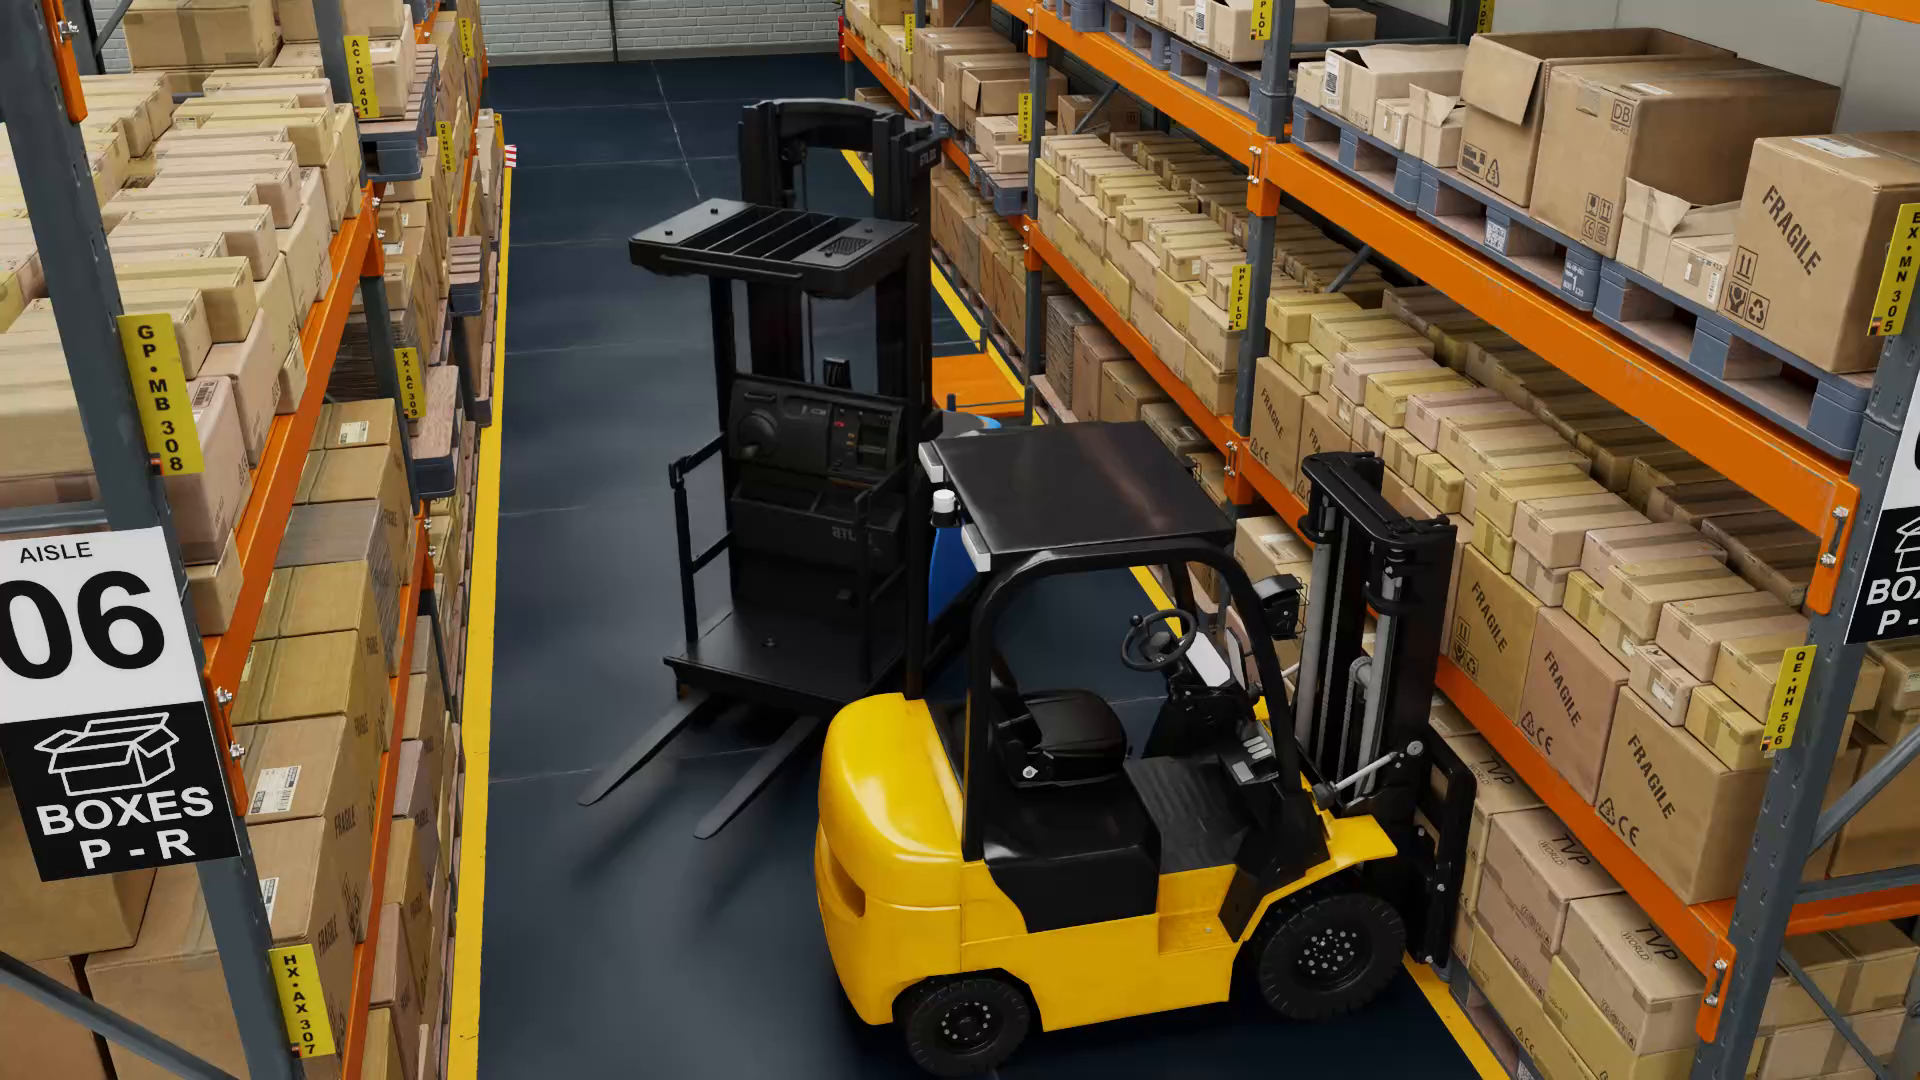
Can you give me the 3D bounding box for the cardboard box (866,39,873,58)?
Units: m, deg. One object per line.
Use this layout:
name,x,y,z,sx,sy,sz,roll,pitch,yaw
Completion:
cardboard box,-0.773,-5.164,17.431,0.380,0.149,0.250,-7,28,-13

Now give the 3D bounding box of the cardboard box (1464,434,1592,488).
cardboard box,2.147,-0.271,6.296,0.380,0.149,0.250,-6,27,-11

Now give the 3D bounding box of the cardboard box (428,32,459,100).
cardboard box,-4.191,-3.627,12.886,0.500,0.500,0.500,-5,27,-10

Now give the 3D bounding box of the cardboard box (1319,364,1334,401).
cardboard box,1.844,-0.693,7.464,0.380,0.149,0.250,-6,27,-12

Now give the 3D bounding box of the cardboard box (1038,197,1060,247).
cardboard box,0.844,-2.220,11.487,0.500,0.250,0.500,-6,27,-11

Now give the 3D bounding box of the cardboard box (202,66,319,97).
cardboard box,-2.668,-1.711,6.376,0.380,0.149,0.250,-5,27,-11

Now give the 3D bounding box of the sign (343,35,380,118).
sign,-2.425,-1.874,6.730,0.100,0.325,0.005,-6,27,-12

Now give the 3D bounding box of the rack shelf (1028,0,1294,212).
rack shelf,1.432,-2.647,9.635,1.077,0.370,4.000,-6,27,-12

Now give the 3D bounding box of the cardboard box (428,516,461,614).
cardboard box,-3.238,0.195,8.985,0.950,0.372,0.625,-4,27,-8

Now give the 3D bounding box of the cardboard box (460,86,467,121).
cardboard box,-4.299,-3.526,13.518,0.500,0.250,0.500,-5,27,-10

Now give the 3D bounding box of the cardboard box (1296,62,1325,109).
cardboard box,1.688,-1.982,7.221,0.380,0.149,0.250,-5,27,-11

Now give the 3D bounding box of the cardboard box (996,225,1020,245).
cardboard box,0.500,-2.416,13.297,0.380,0.149,0.250,-5,27,-10

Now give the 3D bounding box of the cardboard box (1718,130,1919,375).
cardboard box,2.447,-0.780,4.450,0.500,0.500,0.500,-5,27,-10

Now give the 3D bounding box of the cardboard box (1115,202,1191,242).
cardboard box,1.138,-1.879,9.813,0.380,0.149,0.250,-7,28,-13

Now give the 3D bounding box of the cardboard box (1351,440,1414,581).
cardboard box,1.977,-0.125,7.058,0.500,0.500,0.500,-6,27,-12

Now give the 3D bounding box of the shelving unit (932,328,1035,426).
shelving unit,0.049,-0.566,10.124,0.538,1.125,1.048,-6,27,-13

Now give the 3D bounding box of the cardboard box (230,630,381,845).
cardboard box,-2.123,0.647,5.199,0.500,0.500,0.500,-6,27,-13

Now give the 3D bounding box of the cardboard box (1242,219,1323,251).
cardboard box,1.839,-1.716,9.490,0.380,0.149,0.250,-6,27,-12

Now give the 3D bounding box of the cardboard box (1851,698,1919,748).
cardboard box,2.961,0.496,5.108,0.380,0.149,0.250,-7,28,-13

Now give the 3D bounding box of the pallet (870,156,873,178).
pallet,-0.352,-3.856,17.656,1.003,0.211,1.213,-6,27,-12

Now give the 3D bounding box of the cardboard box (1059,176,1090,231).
cardboard box,0.955,-2.224,10.938,0.500,0.250,0.500,-5,27,-10

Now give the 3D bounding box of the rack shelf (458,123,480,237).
rack shelf,-4.304,-2.558,12.788,1.077,0.370,4.000,-6,27,-12

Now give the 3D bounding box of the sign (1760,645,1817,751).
sign,2.253,0.431,4.518,0.100,0.325,0.005,-6,27,-12

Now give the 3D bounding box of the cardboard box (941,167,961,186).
cardboard box,0.040,-3.326,15.099,0.380,0.149,0.250,-7,28,-13

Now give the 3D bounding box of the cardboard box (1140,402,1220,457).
cardboard box,1.587,-0.448,9.977,0.875,0.625,0.625,-6,27,-12

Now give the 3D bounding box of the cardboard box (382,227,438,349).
cardboard box,-2.990,-1.283,8.557,0.500,0.500,0.500,-6,27,-12

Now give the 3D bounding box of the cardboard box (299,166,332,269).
cardboard box,-2.375,-1.037,5.482,0.500,0.250,0.500,-6,27,-12

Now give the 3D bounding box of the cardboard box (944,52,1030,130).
cardboard box,0.265,-3.688,13.651,0.700,0.500,0.500,-6,27,-12

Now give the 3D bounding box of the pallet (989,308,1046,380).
pallet,0.850,-1.594,13.173,1.003,0.211,1.213,-6,27,-12

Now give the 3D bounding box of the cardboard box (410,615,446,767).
cardboard box,-2.557,0.692,7.302,0.500,0.500,0.500,-6,27,-12

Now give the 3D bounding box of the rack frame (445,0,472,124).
rack frame,-4.755,-3.757,14.365,1.000,3.000,0.127,-6,27,-12

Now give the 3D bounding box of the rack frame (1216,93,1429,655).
rack frame,1.883,-0.751,8.409,1.000,3.000,0.127,-6,27,-12

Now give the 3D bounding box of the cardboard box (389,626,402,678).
cardboard box,-2.351,0.423,6.362,0.380,0.149,0.250,-6,27,-12

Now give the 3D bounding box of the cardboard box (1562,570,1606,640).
cardboard box,2.303,0.208,5.678,0.380,0.149,0.250,-6,27,-12

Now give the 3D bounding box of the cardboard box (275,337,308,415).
cardboard box,-2.104,-0.462,4.785,0.380,0.149,0.250,-6,27,-11

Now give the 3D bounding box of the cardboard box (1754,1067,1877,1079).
cardboard box,2.864,1.810,5.921,0.500,0.250,0.500,-6,27,-11

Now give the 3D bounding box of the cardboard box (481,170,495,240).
cardboard box,-4.792,-3.087,15.415,0.875,0.438,0.875,-6,27,-12

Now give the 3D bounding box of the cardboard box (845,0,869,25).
cardboard box,-0.982,-5.858,18.364,0.500,0.250,0.500,-6,27,-11

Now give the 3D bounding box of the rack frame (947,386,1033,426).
rack frame,0.173,-0.344,9.683,0.500,1.125,0.032,-6,27,-13

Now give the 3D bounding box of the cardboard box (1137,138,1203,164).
cardboard box,1.420,-2.615,11.272,0.380,0.149,0.250,-5,27,-10

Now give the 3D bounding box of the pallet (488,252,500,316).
pallet,-4.508,-2.181,14.337,1.003,0.211,1.213,-6,27,-12

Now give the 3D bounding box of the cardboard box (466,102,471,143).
cardboard box,-4.408,-3.519,14.059,0.500,0.250,0.500,-7,28,-13

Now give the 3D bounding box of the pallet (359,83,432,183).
pallet,-2.987,-1.782,7.332,1.213,0.211,1.003,-6,27,-12

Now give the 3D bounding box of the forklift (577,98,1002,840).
forklift,-0.802,-0.500,7.988,1.130,2.935,3.031,11,29,21

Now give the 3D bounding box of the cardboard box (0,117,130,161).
cardboard box,-3.028,-1.311,5.583,0.380,0.149,0.250,-6,27,-12

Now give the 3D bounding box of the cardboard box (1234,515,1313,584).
cardboard box,1.686,0.087,8.225,0.500,0.250,0.500,-6,27,-12

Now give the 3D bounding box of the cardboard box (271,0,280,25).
cardboard box,-3.458,-2.615,7.919,0.500,0.250,0.500,-6,27,-11

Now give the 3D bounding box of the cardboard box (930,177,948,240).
cardboard box,-0.030,-3.099,15.370,0.500,0.500,0.500,-5,27,-9

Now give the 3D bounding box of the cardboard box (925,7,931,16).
cardboard box,-0.237,-5.465,17.586,0.500,0.250,0.500,-5,27,-10

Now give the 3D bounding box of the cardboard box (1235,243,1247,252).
cardboard box,1.810,-1.604,9.711,0.500,0.250,0.500,-7,28,-13

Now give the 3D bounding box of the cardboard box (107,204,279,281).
cardboard box,-2.113,-0.814,4.598,0.380,0.149,0.250,-5,27,-10

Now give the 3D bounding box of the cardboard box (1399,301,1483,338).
cardboard box,2.266,-0.994,7.730,0.380,0.149,0.250,-7,28,-13

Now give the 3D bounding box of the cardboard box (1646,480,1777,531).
cardboard box,2.693,-0.087,5.933,0.380,0.149,0.250,-5,27,-10

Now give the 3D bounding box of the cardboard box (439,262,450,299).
cardboard box,-3.194,-1.509,9.724,0.380,0.149,0.250,-5,27,-11

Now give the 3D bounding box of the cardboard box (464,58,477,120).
cardboard box,-4.606,-4.034,14.803,0.500,0.500,0.500,-5,27,-10

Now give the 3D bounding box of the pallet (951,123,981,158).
pallet,0.539,-3.275,13.622,1.003,0.211,1.213,-6,27,-12
